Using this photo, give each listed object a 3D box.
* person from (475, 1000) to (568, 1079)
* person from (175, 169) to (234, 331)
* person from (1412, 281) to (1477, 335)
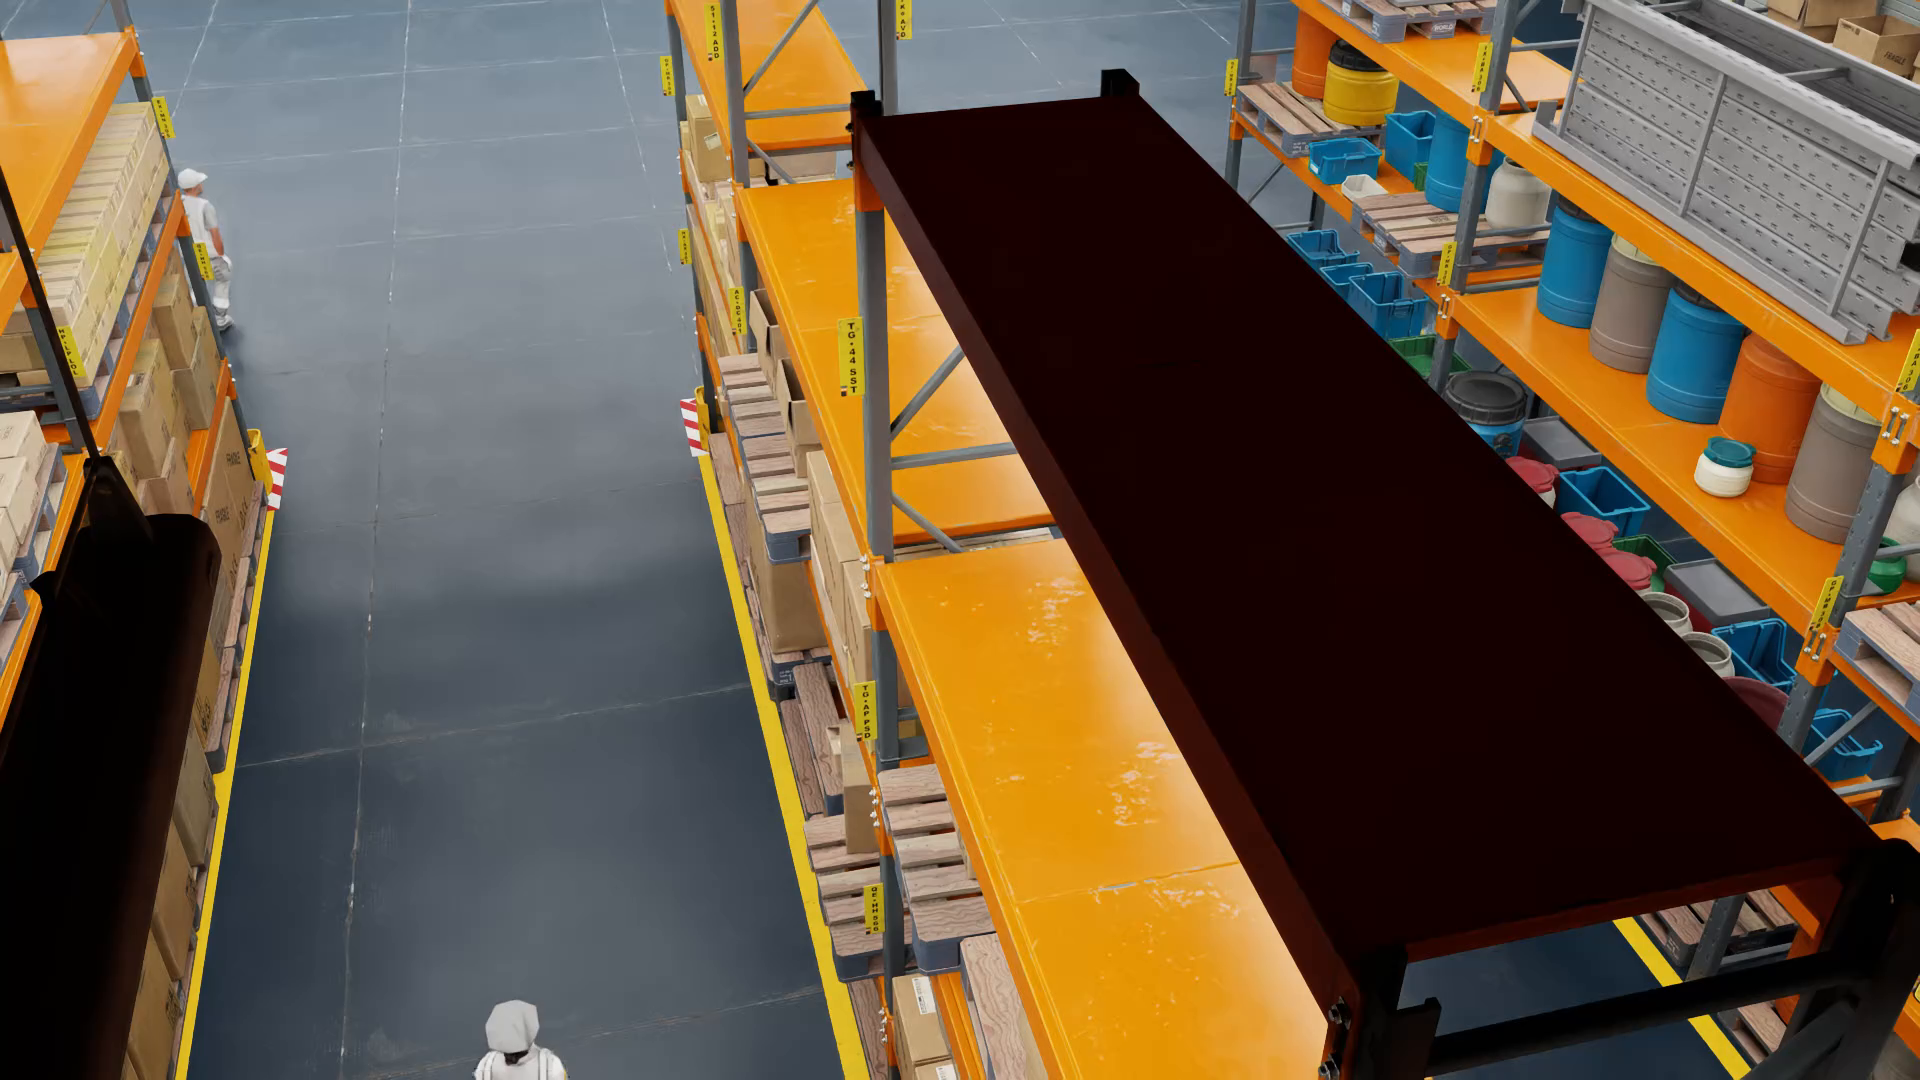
[{"bbox_3d":[-2.079,2.924,8.121,0.455,1.654,0.862,-10,36,-14],"label":"person"},{"bbox_3d":[-7.622,-2.851,16.712,0.586,1.756,0.678,-1,34,-1],"label":"person"},{"bbox_3d":[4.727,-2.597,16.317,0.610,1.722,0.925,-12,36,-17],"label":"person"}]
